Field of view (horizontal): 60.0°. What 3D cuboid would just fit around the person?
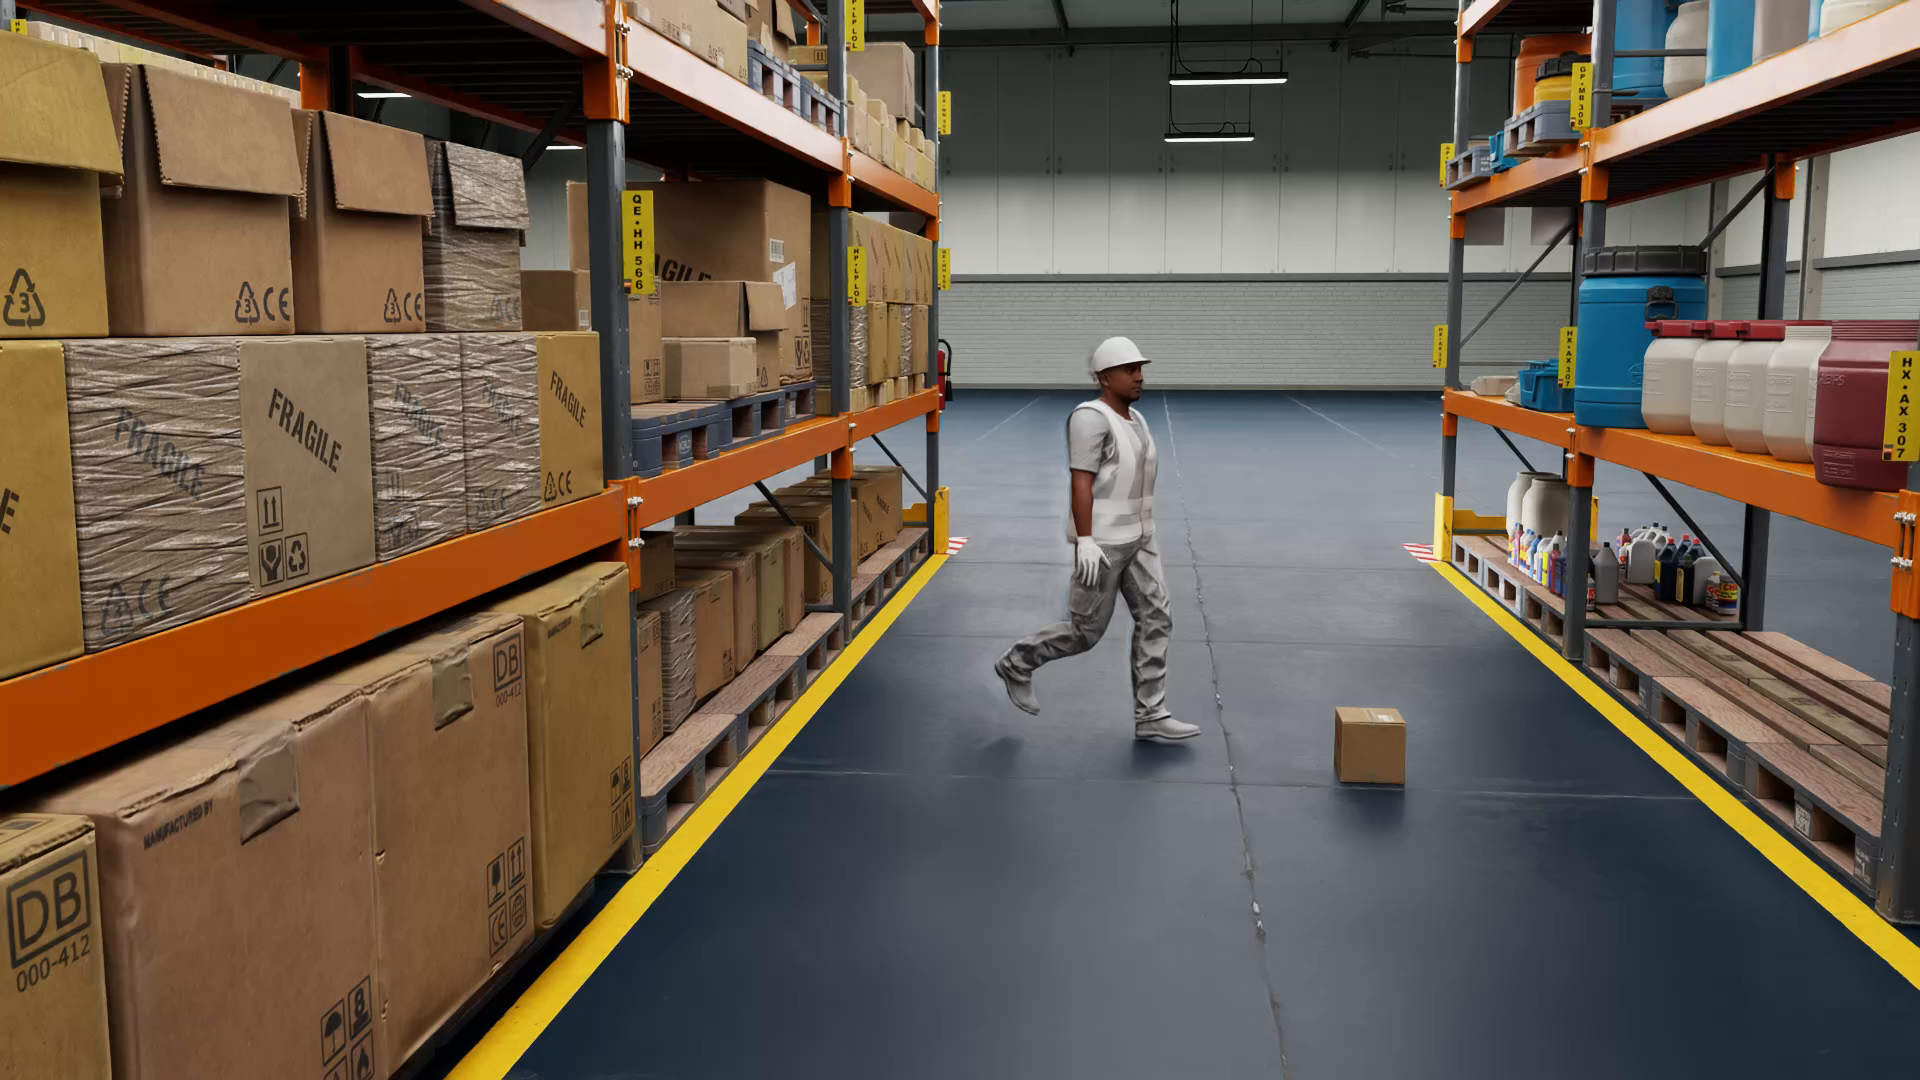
[{"bbox_3d":[0.612,-0.010,7.304,0.958,1.752,0.591,5,9,36],"label":"person"}]
